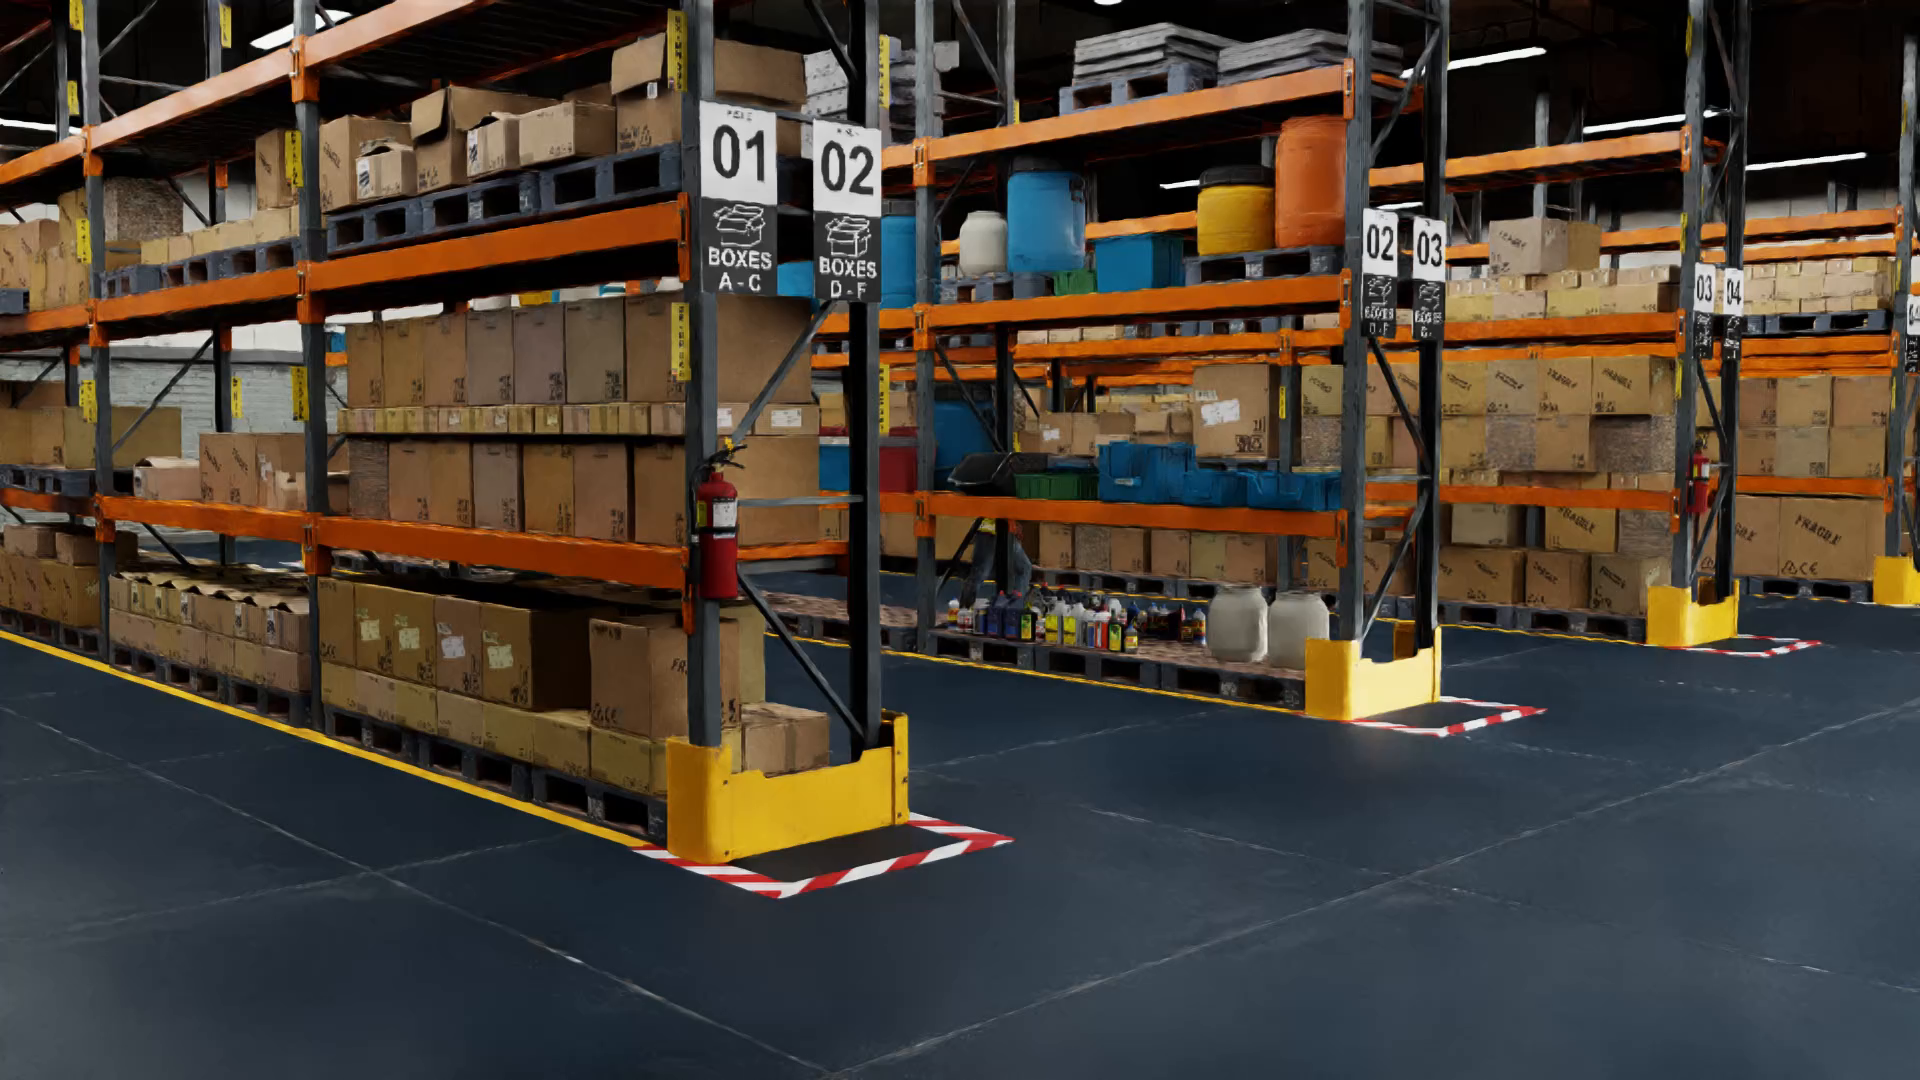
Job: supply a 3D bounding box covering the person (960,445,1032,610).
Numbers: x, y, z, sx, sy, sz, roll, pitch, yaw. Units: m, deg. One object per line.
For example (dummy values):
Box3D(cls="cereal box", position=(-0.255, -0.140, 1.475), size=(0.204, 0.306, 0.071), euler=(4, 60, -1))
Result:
Box3D(cls="person", position=(0.345, -0.058, 15.155), size=(0.736, 1.716, 0.705), euler=(2, 4, 24))
